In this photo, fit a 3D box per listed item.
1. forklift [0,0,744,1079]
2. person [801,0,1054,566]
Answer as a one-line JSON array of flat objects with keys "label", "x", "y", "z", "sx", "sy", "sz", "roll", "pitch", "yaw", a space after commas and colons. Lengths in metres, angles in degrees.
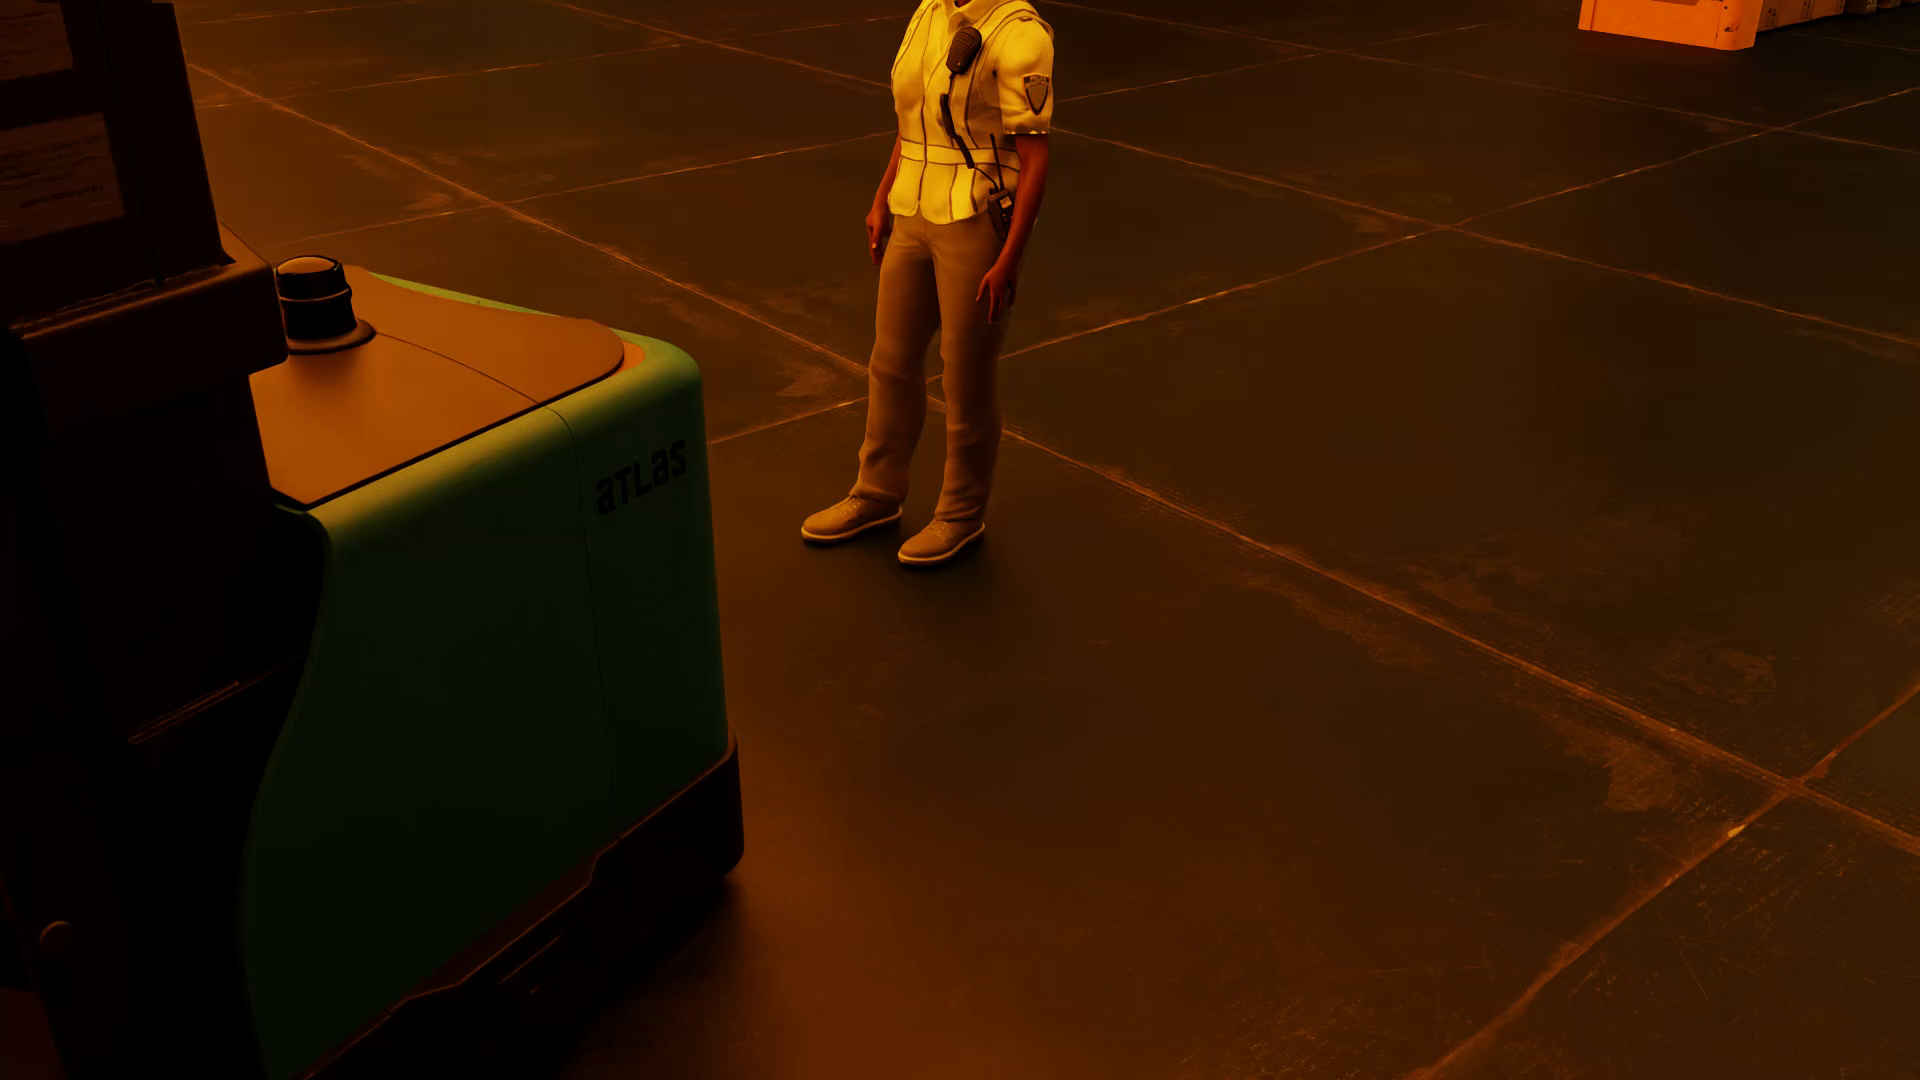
[{"label": "forklift", "x": -1.615, "y": -0.226, "z": 1.658, "sx": 1.130, "sy": 2.935, "sz": 3.031, "roll": 15, "pitch": 30, "yaw": 28}, {"label": "person", "x": -0.070, "y": -0.751, "z": 4.092, "sx": 0.530, "sy": 1.694, "sz": 0.569, "roll": -20, "pitch": 33, "yaw": -35}]
